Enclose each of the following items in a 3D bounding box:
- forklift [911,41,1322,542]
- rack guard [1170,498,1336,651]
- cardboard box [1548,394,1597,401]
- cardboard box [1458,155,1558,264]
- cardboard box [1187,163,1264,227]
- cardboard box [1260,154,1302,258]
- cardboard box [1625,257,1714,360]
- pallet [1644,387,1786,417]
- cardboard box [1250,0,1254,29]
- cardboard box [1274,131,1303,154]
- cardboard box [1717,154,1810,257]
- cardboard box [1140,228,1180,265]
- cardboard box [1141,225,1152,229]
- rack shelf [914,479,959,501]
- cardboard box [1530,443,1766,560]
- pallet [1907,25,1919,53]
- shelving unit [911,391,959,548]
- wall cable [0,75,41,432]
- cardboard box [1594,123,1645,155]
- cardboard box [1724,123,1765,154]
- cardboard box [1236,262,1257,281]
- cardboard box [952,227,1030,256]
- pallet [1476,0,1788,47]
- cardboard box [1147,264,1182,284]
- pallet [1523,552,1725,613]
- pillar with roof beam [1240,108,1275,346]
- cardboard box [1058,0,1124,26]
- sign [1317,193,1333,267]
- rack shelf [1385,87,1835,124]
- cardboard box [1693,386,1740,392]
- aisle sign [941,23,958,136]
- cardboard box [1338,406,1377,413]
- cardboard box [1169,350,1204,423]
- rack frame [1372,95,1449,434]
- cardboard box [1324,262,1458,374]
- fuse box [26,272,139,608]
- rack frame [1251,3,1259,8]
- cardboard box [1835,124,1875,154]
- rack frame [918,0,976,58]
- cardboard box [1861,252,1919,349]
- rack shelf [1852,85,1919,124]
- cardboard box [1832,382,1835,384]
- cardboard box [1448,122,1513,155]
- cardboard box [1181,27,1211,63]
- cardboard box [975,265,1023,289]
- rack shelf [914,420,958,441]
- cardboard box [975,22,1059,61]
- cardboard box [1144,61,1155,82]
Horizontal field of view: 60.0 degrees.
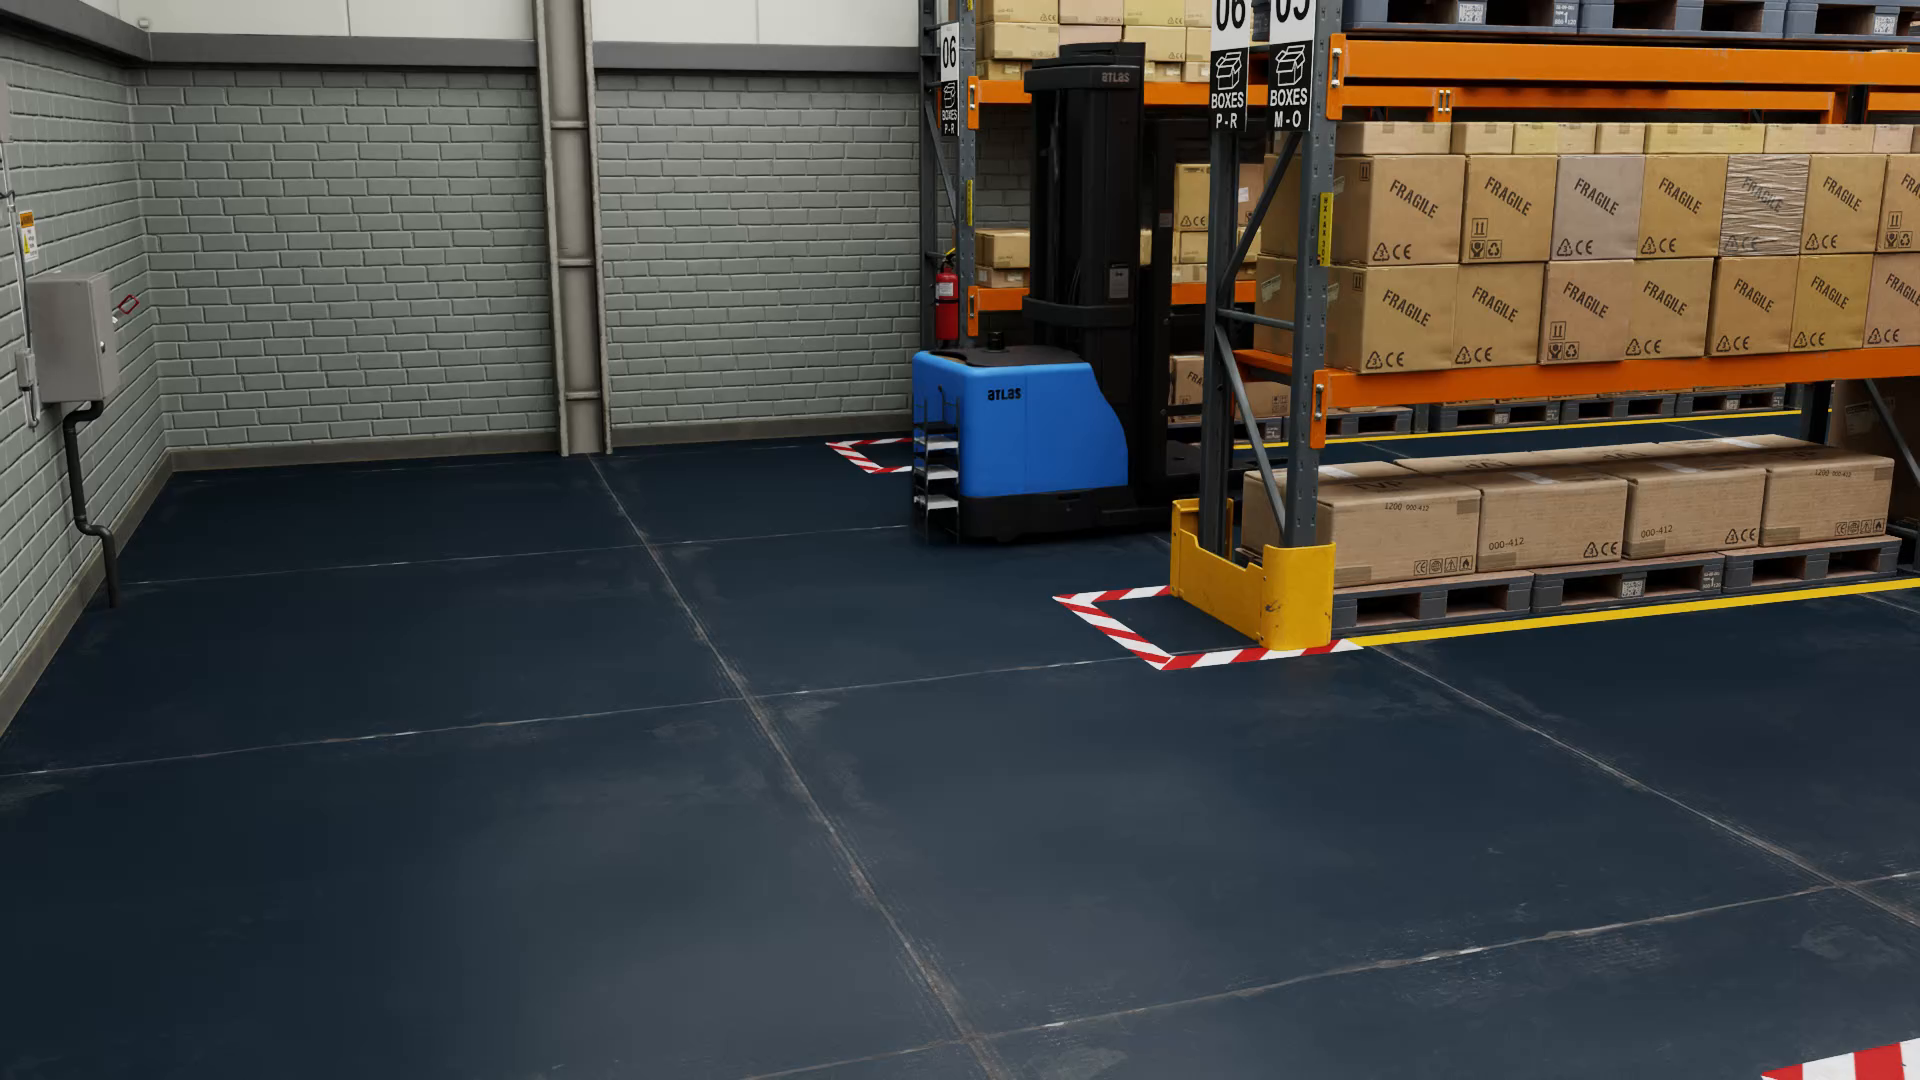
[{"bbox_3d":[1.252,-1.610,10.578,3.031,2.935,1.130,-5,14,-22],"label":"forklift"},{"bbox_3d":[1.459,0.149,8.434,0.348,0.500,1.175,-4,14,-18],"label":"rack guard"},{"bbox_3d":[5.193,-1.504,14.477,0.500,0.500,0.500,-5,14,-20],"label":"cardboard box"},{"bbox_3d":[2.515,-1.616,8.078,0.500,0.500,0.500,-5,14,-20],"label":"cardboard box"},{"bbox_3d":[2.190,-2.837,13.648,0.500,0.500,0.500,-5,14,-20],"label":"cardboard box"},{"bbox_3d":[1.863,-1.691,8.394,0.500,0.500,0.500,-4,14,-16],"label":"cardboard box"},{"bbox_3d":[3.456,-1.207,8.519,0.500,0.500,0.500,-4,14,-16],"label":"cardboard box"},{"bbox_3d":[6.758,-1.344,15.336,1.213,0.211,1.003,-4,14,-18],"label":"pallet"},{"bbox_3d":[2.324,-4.061,12.853,0.500,0.250,0.500,-4,14,-17],"label":"cardboard box"},{"bbox_3d":[1.758,-1.989,8.246,0.250,0.149,0.380,-4,14,-17],"label":"cardboard box"},{"bbox_3d":[3.951,-1.728,8.548,0.500,0.500,0.500,-4,14,-17],"label":"cardboard box"},{"bbox_3d":[1.368,-2.278,12.920,0.500,0.250,0.500,-5,14,-19],"label":"cardboard box"},{"bbox_3d":[1.702,-2.432,13.568,0.500,0.250,0.500,-4,14,-18],"label":"cardboard box"},{"bbox_3d":[-0.149,-0.303,10.006,0.200,0.077,0.258,-5,14,-22],"label":"rack shelf"},{"bbox_3d":[3.795,-0.232,9.267,0.875,0.438,0.875,-5,14,-20],"label":"cardboard box"},{"bbox_3d":[6.126,-2.808,9.398,1.217,0.209,0.805,-5,14,-20],"label":"pallet"},{"bbox_3d":[-0.149,-0.423,9.977,0.210,0.900,0.258,-5,14,-22],"label":"shelving unit"},{"bbox_3d":[-4.318,-1.452,7.568,0.122,1.984,0.588,-4,14,-18],"label":"wall cable"},{"bbox_3d":[3.141,-1.977,8.194,0.250,0.149,0.380,-4,14,-18],"label":"cardboard box"},{"bbox_3d":[3.851,-2.041,8.463,0.250,0.149,0.380,-5,14,-19],"label":"cardboard box"},{"bbox_3d":[2.216,-2.169,13.324,0.250,0.149,0.380,-4,14,-17],"label":"cardboard box"},{"bbox_3d":[0.247,-2.321,13.098,0.500,0.250,0.500,-4,14,-16],"label":"cardboard box"},{"bbox_3d":[3.340,-2.632,8.437,1.213,0.211,1.003,-4,14,-18],"label":"pallet"},{"bbox_3d":[1.531,-2.083,12.960,0.250,0.149,0.380,-5,14,-20],"label":"cardboard box"},{"bbox_3d":[3.369,0.123,9.170,1.213,0.211,1.003,-4,14,-18],"label":"pallet"},{"bbox_3d":[4.112,-4.573,9.920,0.400,9.000,9.100,-4,14,-18],"label":"pillar with roof beam"},{"bbox_3d":[0.884,-3.942,12.352,0.500,0.250,0.500,-5,14,-18],"label":"cardboard box"},{"bbox_3d":[1.653,-1.406,7.529,0.005,0.325,0.100,-4,14,-18],"label":"sign"},{"bbox_3d":[5.582,-3.709,14.326,4.000,0.370,1.077,-4,14,-18],"label":"rack shelf"},{"bbox_3d":[6.668,-1.622,14.976,0.500,0.500,0.500,-5,14,-19],"label":"cardboard box"},{"bbox_3d":[-0.076,-3.352,12.135,0.004,0.787,0.394,-4,14,-18],"label":"aisle sign"},{"bbox_3d":[3.252,-1.164,13.807,0.250,0.149,0.380,-5,14,-20],"label":"cardboard box"},{"bbox_3d":[1.861,-1.241,13.372,0.500,0.500,0.500,-4,14,-17],"label":"cardboard box"},{"bbox_3d":[3.686,-2.452,13.969,0.127,3.000,1.000,-4,14,-18],"label":"rack frame"},{"bbox_3d":[2.028,-1.089,8.025,0.500,0.500,0.500,-5,14,-19],"label":"cardboard box"},{"bbox_3d":[-4.387,-0.492,8.512,0.414,1.711,0.539,-4,14,-18],"label":"fuse box"},{"bbox_3d":[1.482,-3.987,7.458,0.127,3.000,1.000,-4,14,-18],"label":"rack frame"},{"bbox_3d":[4.559,-2.110,8.752,0.250,0.149,0.380,-4,14,-18],"label":"cardboard box"},{"bbox_3d":[-0.105,-5.075,12.033,0.127,3.000,1.000,-4,14,-18],"label":"rack frame"},{"bbox_3d":[4.915,-1.322,9.002,0.500,0.500,0.500,-4,14,-18],"label":"cardboard box"},{"bbox_3d":[7.169,-2.620,9.750,4.000,0.370,1.077,-4,14,-18],"label":"rack shelf"},{"bbox_3d":[8.073,-1.839,15.617,0.625,0.625,0.875,-4,14,-16],"label":"cardboard box"},{"bbox_3d":[2.415,-1.913,7.927,0.250,0.149,0.380,-4,14,-16],"label":"cardboard box"},{"bbox_3d":[1.850,-3.781,12.755,0.500,0.250,0.500,-5,14,-19],"label":"cardboard box"},{"bbox_3d":[0.294,-1.999,12.606,0.250,0.149,0.380,-5,14,-18],"label":"cardboard box"},{"bbox_3d":[-0.149,-0.653,9.923,0.200,0.077,0.258,-5,14,-22],"label":"rack shelf"},{"bbox_3d":[0.403,-3.661,12.249,0.500,0.250,0.500,-5,14,-19],"label":"cardboard box"},{"bbox_3d":[1.275,-3.523,12.534,0.250,0.149,0.380,-4,14,-18],"label":"cardboard box"}]
